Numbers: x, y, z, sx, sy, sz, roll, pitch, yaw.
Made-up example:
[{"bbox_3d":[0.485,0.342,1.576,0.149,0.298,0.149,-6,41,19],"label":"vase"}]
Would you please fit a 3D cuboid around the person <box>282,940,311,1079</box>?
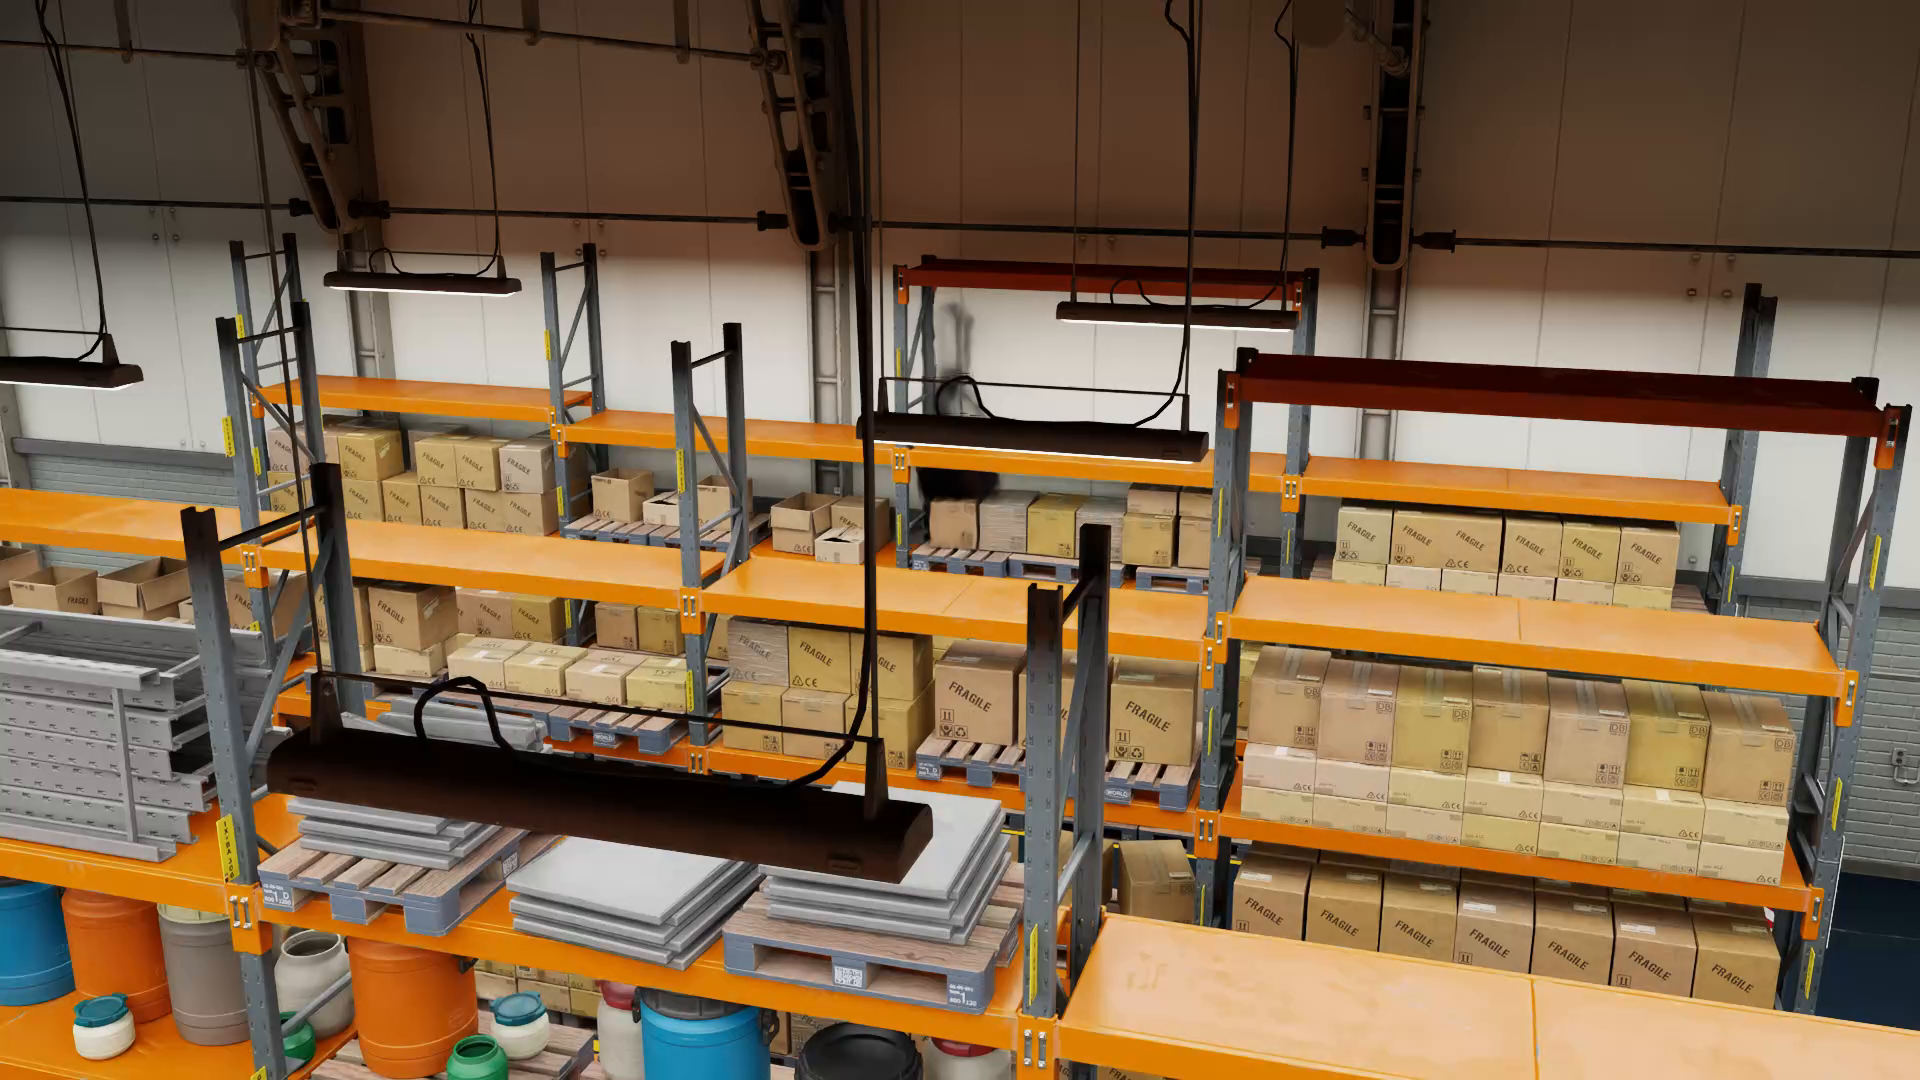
[{"bbox_3d":[-5.152,3.748,12.748,0.936,1.722,0.648,3,16,9],"label":"person"}]
